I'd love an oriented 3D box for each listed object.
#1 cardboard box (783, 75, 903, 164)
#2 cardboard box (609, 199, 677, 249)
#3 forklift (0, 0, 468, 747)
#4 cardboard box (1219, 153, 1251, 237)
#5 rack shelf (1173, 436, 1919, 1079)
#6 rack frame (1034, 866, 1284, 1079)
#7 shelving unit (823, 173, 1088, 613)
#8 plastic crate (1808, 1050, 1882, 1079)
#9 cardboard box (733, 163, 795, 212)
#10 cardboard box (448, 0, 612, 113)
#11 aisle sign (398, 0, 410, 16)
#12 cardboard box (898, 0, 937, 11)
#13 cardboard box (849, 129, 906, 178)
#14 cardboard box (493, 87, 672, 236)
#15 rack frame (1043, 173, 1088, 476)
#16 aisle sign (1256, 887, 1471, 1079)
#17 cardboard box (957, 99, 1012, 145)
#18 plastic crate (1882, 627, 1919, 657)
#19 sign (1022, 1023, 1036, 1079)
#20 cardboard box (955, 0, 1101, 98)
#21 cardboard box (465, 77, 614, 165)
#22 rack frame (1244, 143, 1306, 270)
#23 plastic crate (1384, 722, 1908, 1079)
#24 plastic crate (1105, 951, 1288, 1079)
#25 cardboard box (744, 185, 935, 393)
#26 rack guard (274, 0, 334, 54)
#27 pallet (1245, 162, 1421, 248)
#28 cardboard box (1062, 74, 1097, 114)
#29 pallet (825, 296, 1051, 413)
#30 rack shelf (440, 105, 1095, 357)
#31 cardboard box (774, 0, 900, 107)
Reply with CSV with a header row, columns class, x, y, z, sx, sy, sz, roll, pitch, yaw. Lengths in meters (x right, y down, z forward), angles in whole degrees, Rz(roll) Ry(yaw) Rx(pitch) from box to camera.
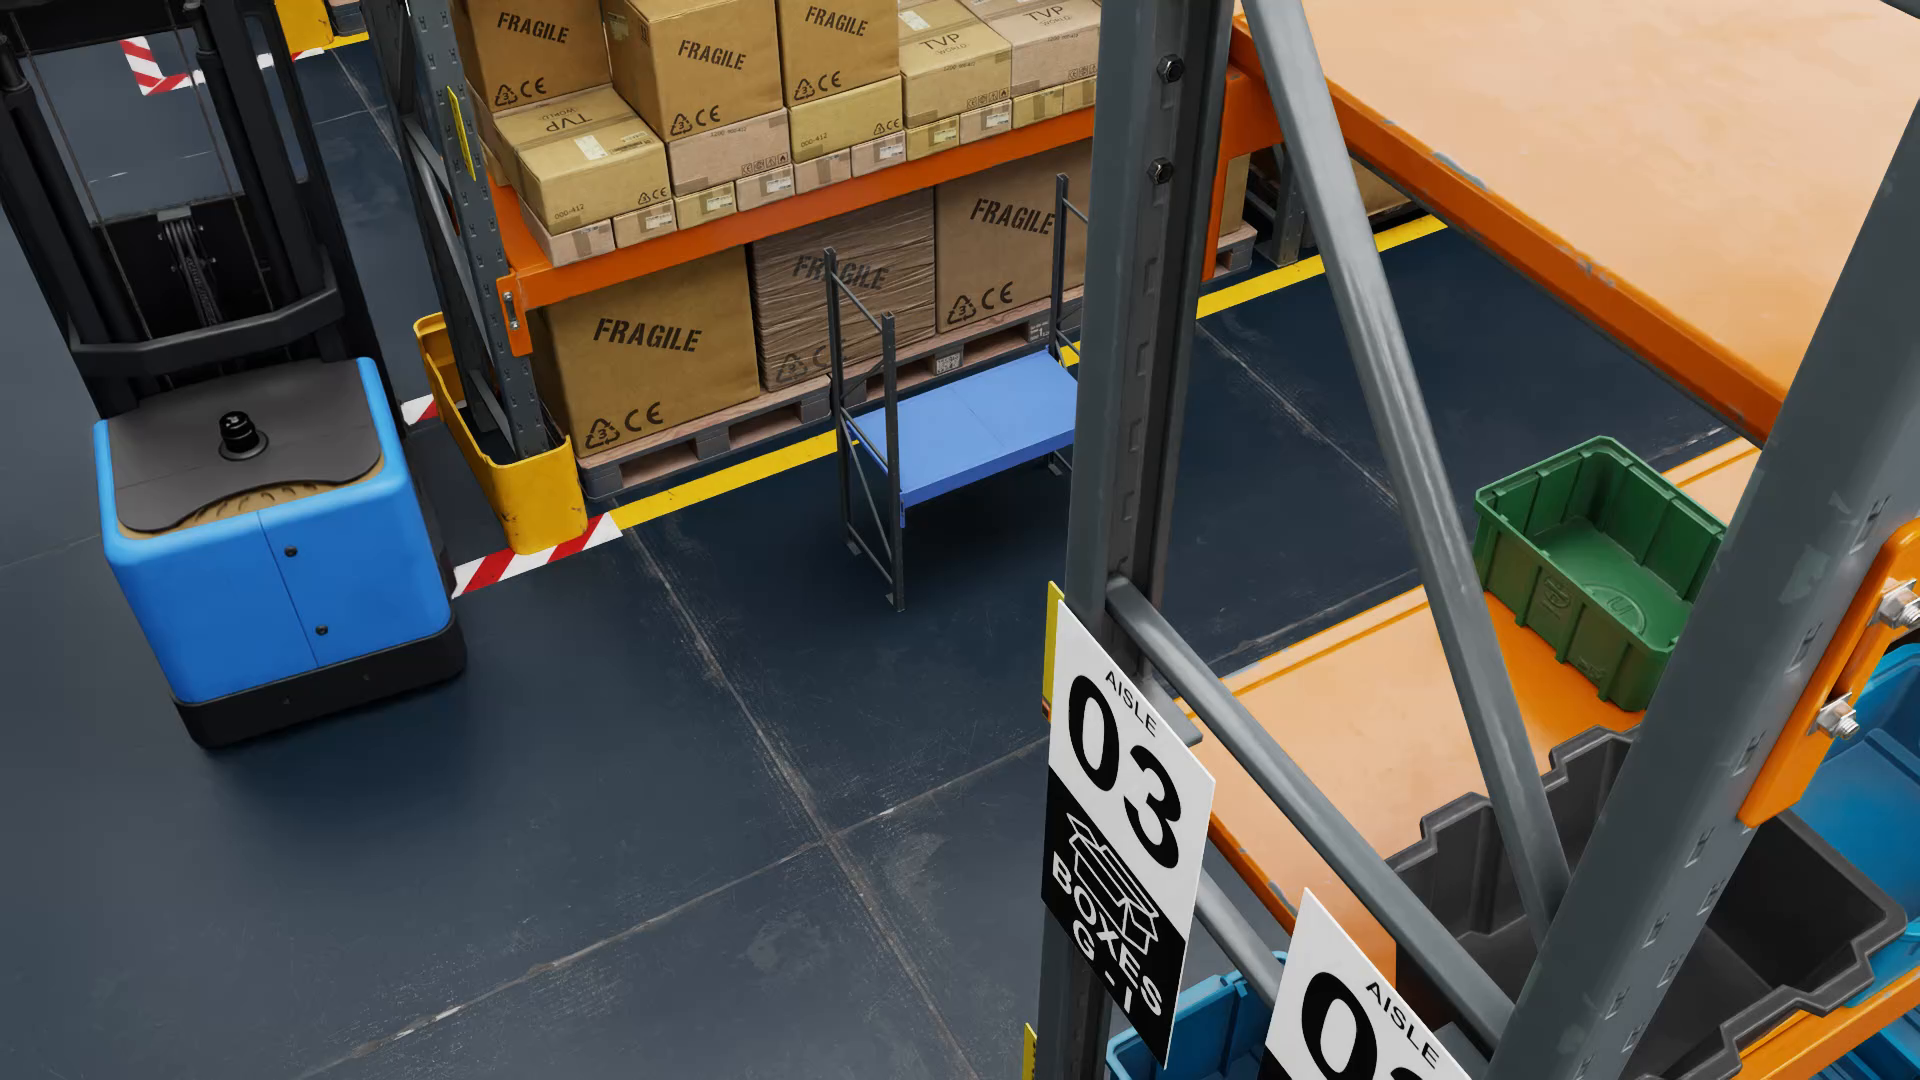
class,x,y,z,sx,sy,sz,roll,pitch,yaw
cardboard box,-0.576,-1.828,6.803,0.500,0.250,0.500,-23,49,-22
cardboard box,-1.318,-1.338,6.585,0.250,0.149,0.380,-22,48,-22
forklift,-3.003,-1.308,6.422,1.130,2.935,3.031,-17,47,-17
cardboard box,0.845,-2.010,8.321,0.875,0.875,0.875,-22,48,-21
rack shelf,2.190,0.064,3.322,4.000,0.370,1.077,-22,48,-21
rack frame,0.456,1.576,3.401,0.127,3.000,1.000,-22,48,-21
shelving unit,0.074,-0.568,6.688,1.048,1.500,0.538,-22,48,-21
plastic crate,1.976,1.271,3.793,0.300,0.233,0.416,-22,48,-21
cardboard box,-0.870,-1.519,6.771,0.250,0.149,0.380,-23,48,-22
cardboard box,-1.720,-2.064,6.508,0.500,0.500,0.500,-21,48,-20
aisle sign,-1.924,-2.141,5.365,0.004,0.787,0.394,-22,48,-21
cardboard box,-0.393,-2.332,7.322,0.500,0.250,0.500,-22,48,-21
cardboard box,-0.426,-1.696,6.954,0.250,0.149,0.380,-22,48,-21
cardboard box,-1.461,-1.471,6.436,0.500,0.250,0.500,-23,49,-22
rack frame,0.515,-0.744,6.869,0.032,1.500,0.500,-22,48,-21
aisle sign,0.542,0.848,2.285,0.004,0.787,0.394,-22,48,-21
cardboard box,0.020,-1.875,7.138,0.250,0.149,0.380,-21,48,-20
plastic crate,1.918,0.158,2.754,0.767,0.338,0.504,-22,48,-21
sign,0.168,1.191,3.681,0.005,0.325,0.100,-22,48,-21
cardboard box,0.315,-2.185,7.172,0.500,0.250,0.500,-21,48,-20
cardboard box,-1.723,-1.796,6.770,0.500,0.250,0.500,-23,48,-22
rack frame,1.457,-2.802,7.913,0.127,3.000,1.000,-22,48,-21
plastic crate,0.929,0.581,2.366,0.590,0.269,0.497,-22,48,-21
plastic crate,0.653,1.313,3.604,0.499,0.435,0.616,-22,48,-21
cardboard box,-0.707,-1.389,7.681,0.875,0.875,0.875,-22,48,-21
rack guard,-4.329,-3.574,10.503,0.348,0.500,1.175,-22,48,-21
pallet,2.088,-2.115,9.207,1.213,0.211,1.003,-22,48,-21
cardboard box,0.464,-2.051,7.320,0.250,0.149,0.380,-21,48,-20
pallet,-0.301,-1.159,8.222,1.213,0.211,1.003,-22,48,-21
rack shelf,-0.277,-1.850,7.449,4.000,0.370,1.077,-22,48,-21
cardboard box,-0.581,-2.097,6.542,0.500,0.500,0.500,-23,49,-22
